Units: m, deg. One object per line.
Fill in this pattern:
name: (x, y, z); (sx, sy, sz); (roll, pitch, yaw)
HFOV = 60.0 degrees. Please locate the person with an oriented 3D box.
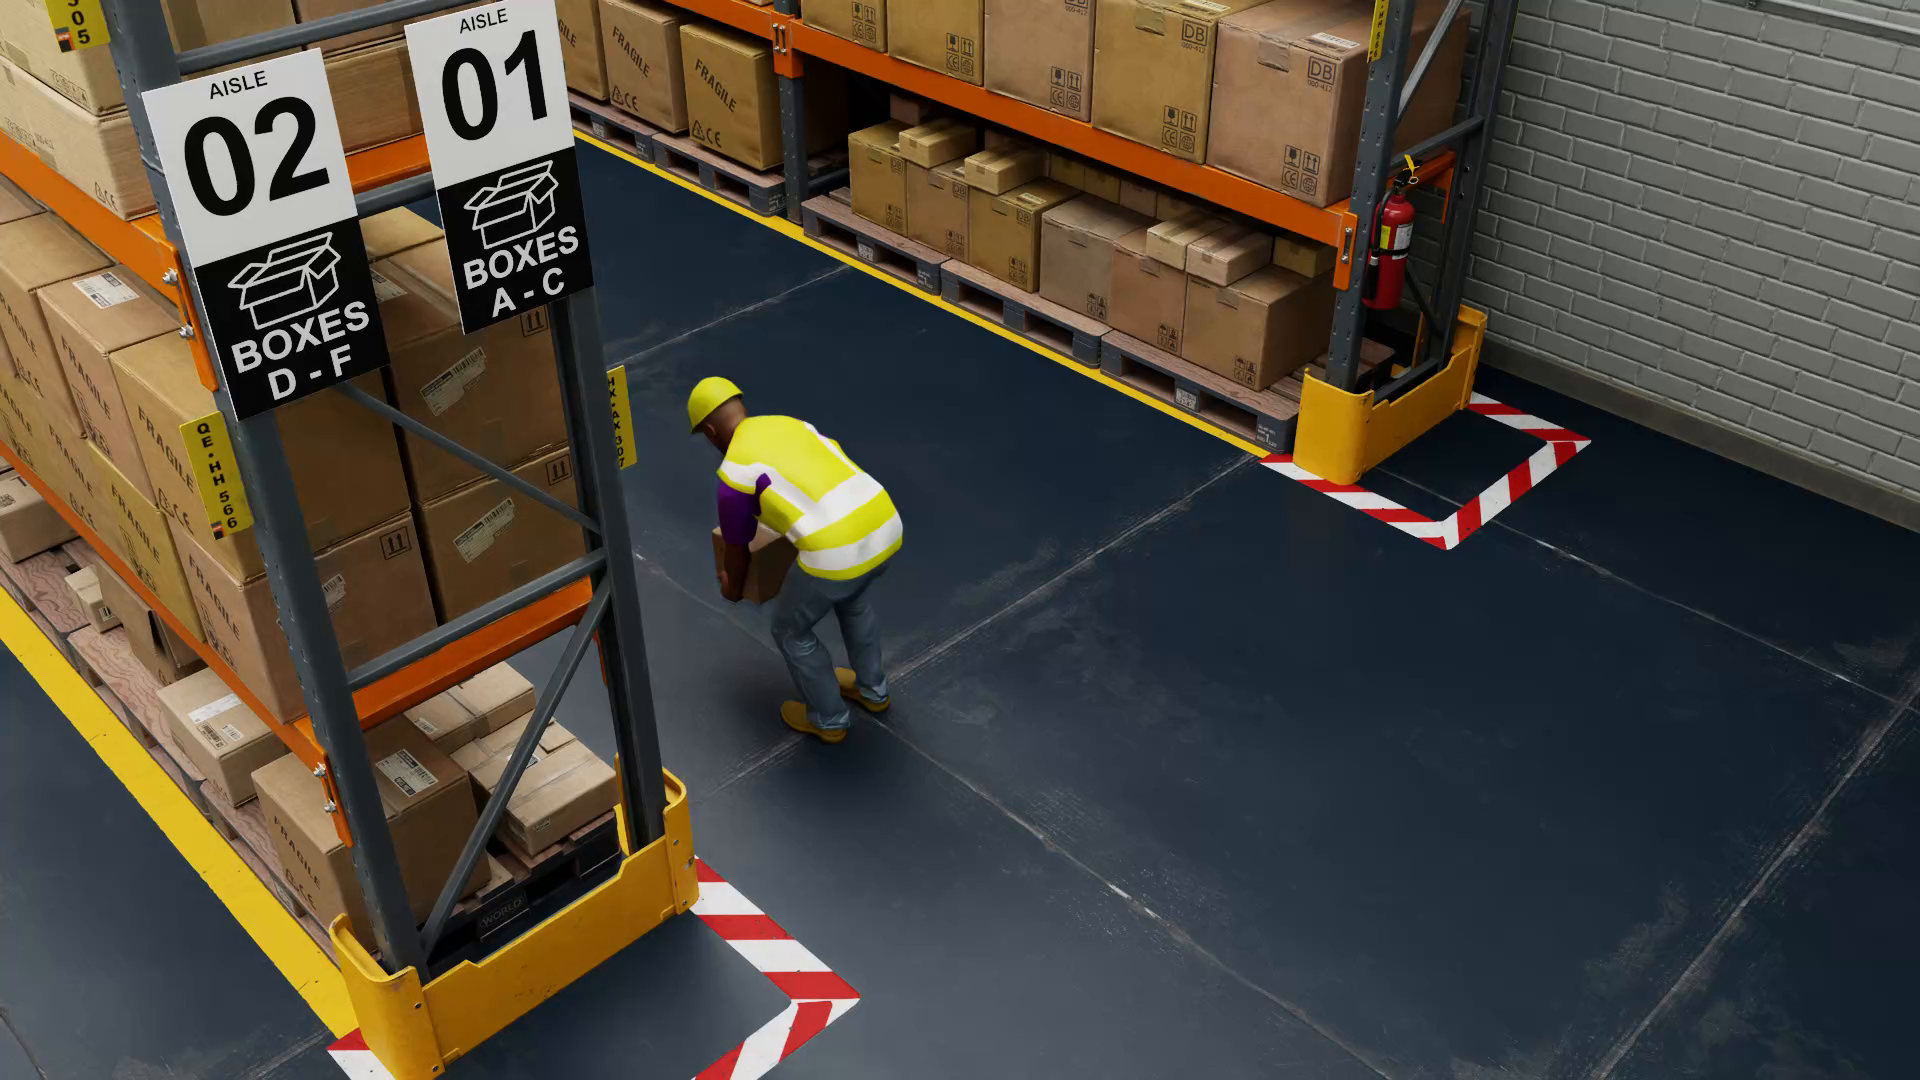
person: (-0.649, 0.073, 6.387); (0.912, 1.342, 0.491); (24, 42, 30)
